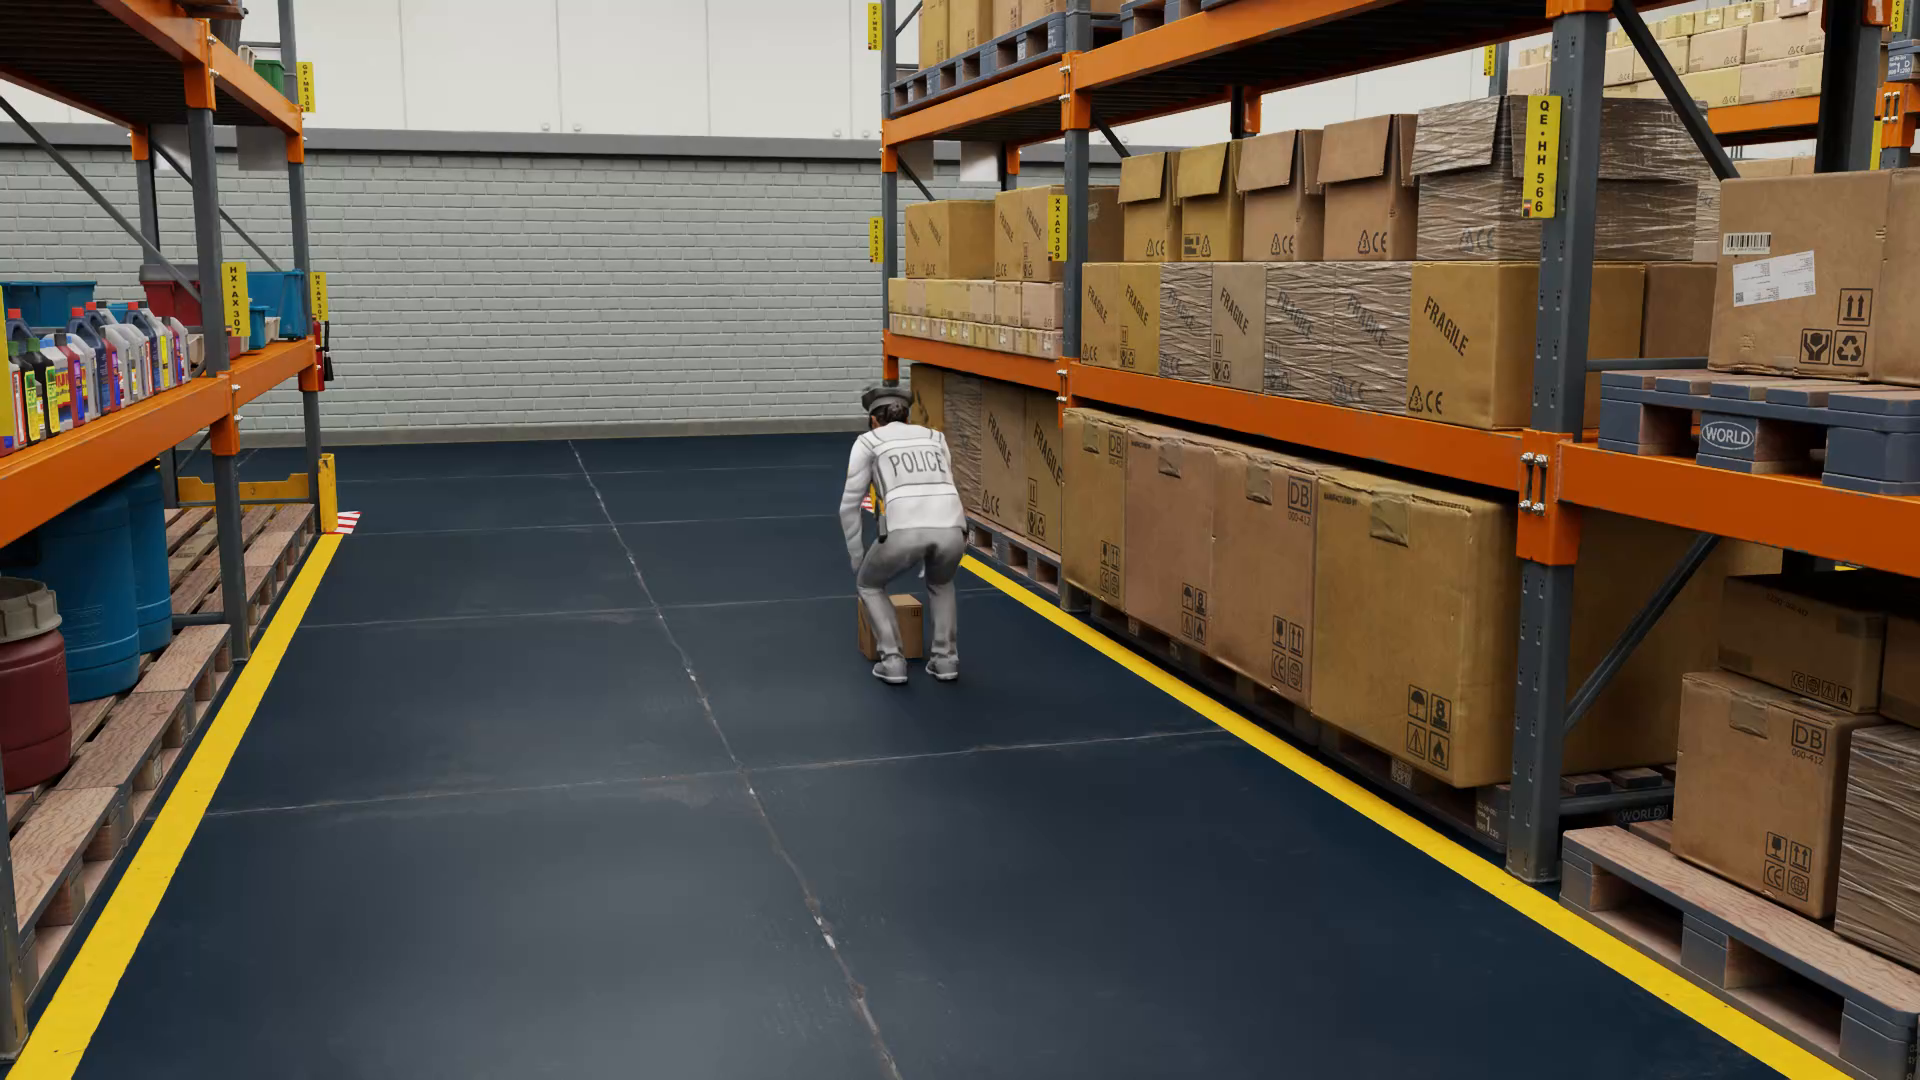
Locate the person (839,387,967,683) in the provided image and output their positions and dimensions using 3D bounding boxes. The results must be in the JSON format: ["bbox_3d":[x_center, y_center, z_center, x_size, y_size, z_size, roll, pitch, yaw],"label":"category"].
[{"bbox_3d":[-0.251,-0.027,7.291,0.531,1.263,0.765,-2,10,-15],"label":"person"}]
